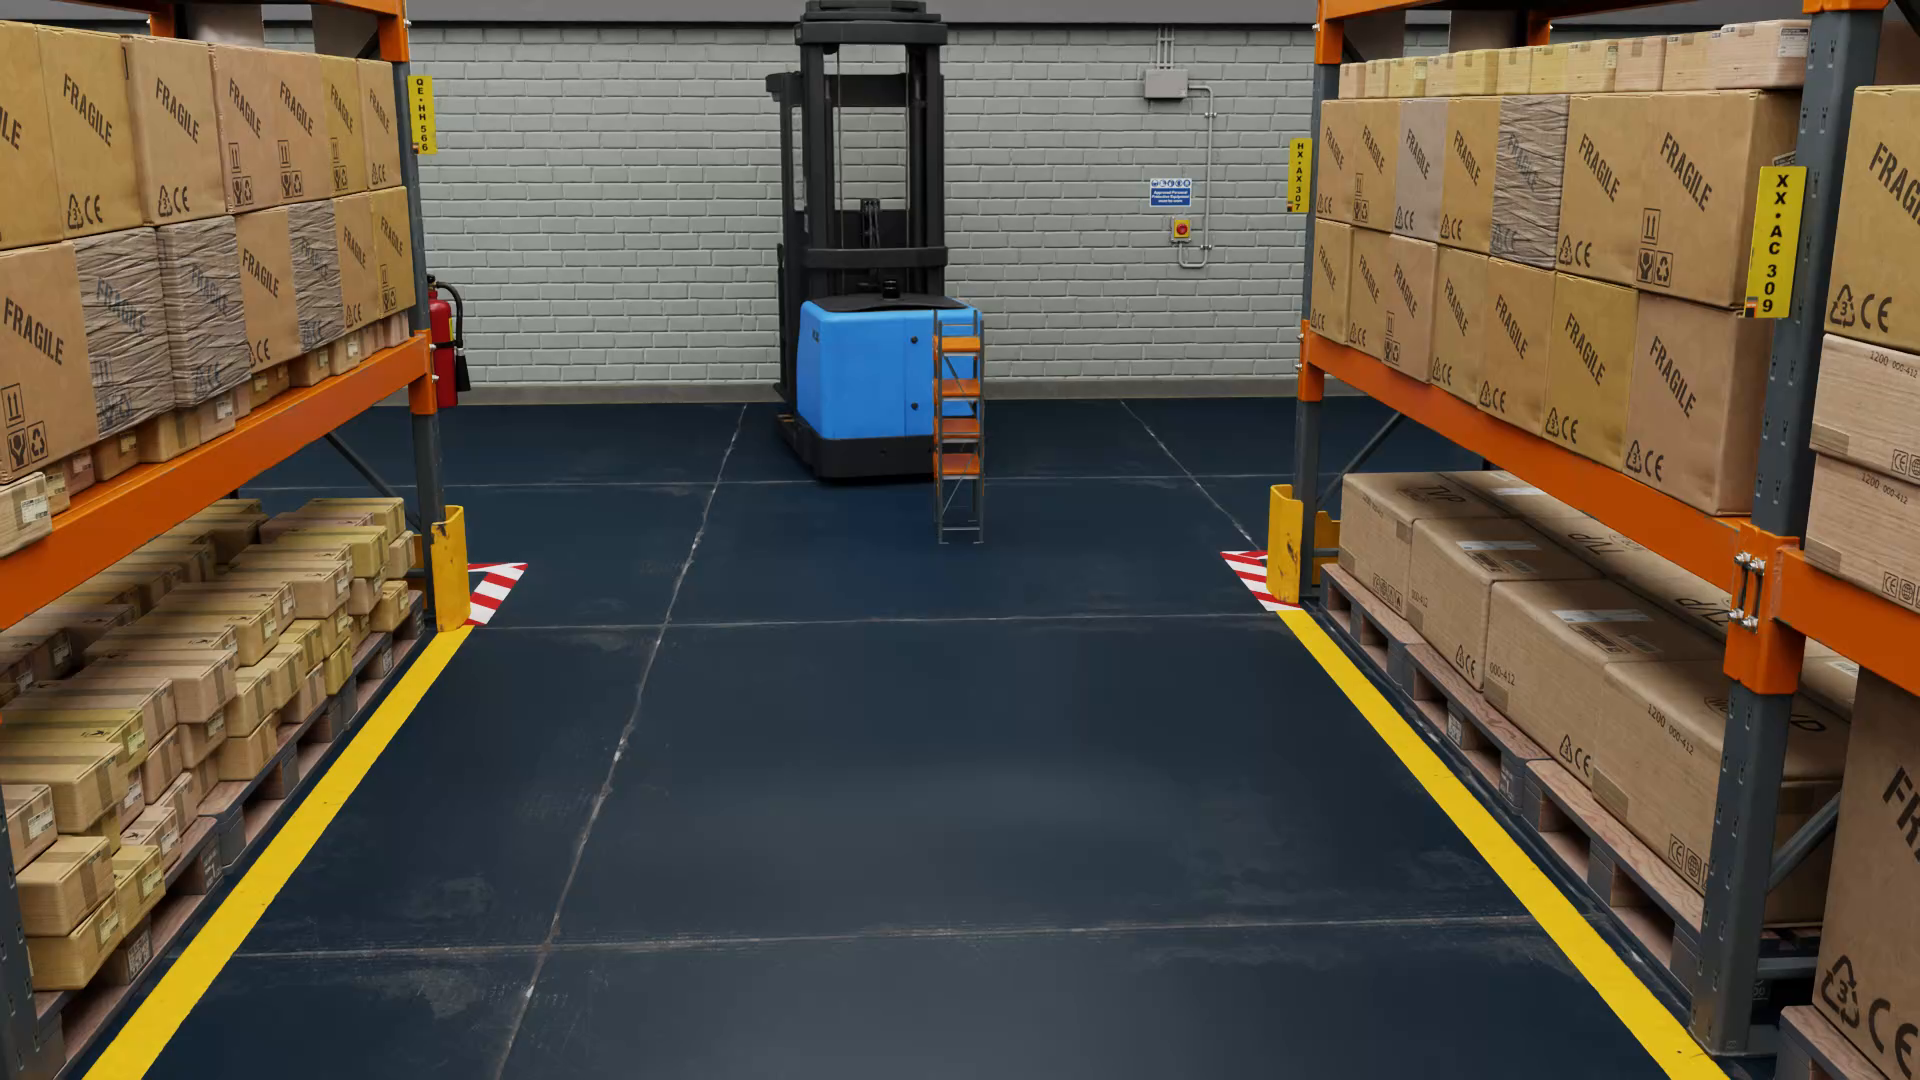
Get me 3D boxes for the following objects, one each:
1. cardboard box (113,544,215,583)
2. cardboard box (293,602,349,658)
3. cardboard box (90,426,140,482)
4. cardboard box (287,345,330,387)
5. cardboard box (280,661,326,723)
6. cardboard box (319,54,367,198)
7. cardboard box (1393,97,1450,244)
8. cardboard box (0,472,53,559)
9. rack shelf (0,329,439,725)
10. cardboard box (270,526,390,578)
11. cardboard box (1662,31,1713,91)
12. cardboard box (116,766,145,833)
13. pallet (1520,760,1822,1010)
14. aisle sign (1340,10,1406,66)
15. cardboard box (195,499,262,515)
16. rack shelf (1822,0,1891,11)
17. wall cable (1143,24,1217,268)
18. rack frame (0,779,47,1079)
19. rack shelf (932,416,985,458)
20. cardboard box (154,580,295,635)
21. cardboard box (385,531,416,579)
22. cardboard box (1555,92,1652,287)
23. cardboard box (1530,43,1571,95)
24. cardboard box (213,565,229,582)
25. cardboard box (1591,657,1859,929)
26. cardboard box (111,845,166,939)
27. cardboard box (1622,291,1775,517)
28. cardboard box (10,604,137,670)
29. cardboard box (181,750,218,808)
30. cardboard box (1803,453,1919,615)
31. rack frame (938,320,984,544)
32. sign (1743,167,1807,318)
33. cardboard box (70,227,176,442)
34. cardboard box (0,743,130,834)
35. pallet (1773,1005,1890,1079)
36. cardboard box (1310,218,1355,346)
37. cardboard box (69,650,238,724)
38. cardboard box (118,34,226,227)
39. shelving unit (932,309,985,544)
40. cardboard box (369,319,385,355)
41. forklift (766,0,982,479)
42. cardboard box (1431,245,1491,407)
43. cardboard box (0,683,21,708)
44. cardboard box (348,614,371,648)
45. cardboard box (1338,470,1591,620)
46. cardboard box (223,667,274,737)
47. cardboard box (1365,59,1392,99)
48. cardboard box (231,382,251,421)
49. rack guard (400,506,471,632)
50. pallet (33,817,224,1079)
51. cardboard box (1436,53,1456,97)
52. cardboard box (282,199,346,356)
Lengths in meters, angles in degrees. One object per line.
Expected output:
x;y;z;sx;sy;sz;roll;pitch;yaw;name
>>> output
-3.030;0.122;6.217;0.380;0.149;0.250;-2;15;-6;cardboard box
-2.450;0.323;6.031;0.380;0.149;0.250;-1;14;-3;cardboard box
-2.460;-0.250;4.482;0.380;0.149;0.250;-2;15;-6;cardboard box
-2.510;-0.642;6.008;0.380;0.149;0.250;-2;15;-6;cardboard box
-2.455;0.532;5.818;0.380;0.149;0.250;-1;14;-2;cardboard box
-2.539;-1.535;6.169;0.500;0.500;0.500;-1;14;-5;cardboard box
1.912;-1.349;6.041;0.500;0.500;0.500;-1;14;-4;cardboard box
-2.290;-0.054;3.719;0.380;0.149;0.250;0;14;-1;cardboard box
-2.723;-0.249;5.417;1.077;0.370;4.000;-1;14;-3;rack shelf
-2.460;0.048;6.504;0.380;0.149;0.250;-1;14;-5;cardboard box
2.085;-1.249;4.353;0.380;0.149;0.250;-1;14;-3;cardboard box
-2.458;0.717;4.502;0.380;0.149;0.250;-1;14;-4;cardboard box
2.366;0.959;4.876;1.003;0.211;1.213;-1;14;-3;pallet
1.794;-2.468;7.384;0.394;0.787;0.004;-1;14;-3;aisle sign
-3.153;-0.070;6.963;0.380;0.149;0.250;-2;15;-6;cardboard box
2.459;-0.808;1.572;1.077;0.370;4.000;-1;14;-3;rack shelf
1.715;-3.105;12.974;0.585;1.953;0.123;-1;14;-3;wall cable
-2.602;-0.100;3.394;0.949;2.616;0.053;-1;14;-3;rack frame
-0.010;-0.557;9.054;0.258;0.148;0.480;-1;14;-3;rack shelf
-2.529;0.247;5.732;0.380;0.149;0.250;-1;14;-5;cardboard box
-2.529;0.066;7.033;0.380;0.149;0.250;-1;14;-5;cardboard box
2.007;-0.973;4.582;0.500;0.500;0.500;-1;14;-4;cardboard box
1.983;-1.439;5.089;0.380;0.149;0.250;-1;14;-5;cardboard box
-3.006;0.201;6.505;0.380;0.149;0.250;-1;14;-3;cardboard box
2.404;0.678;4.669;0.875;0.438;0.875;-1;14;-4;cardboard box
-2.317;0.916;4.326;0.380;0.149;0.250;0;14;-2;cardboard box
2.052;-0.361;4.209;0.500;0.500;0.500;-1;14;-3;cardboard box
-2.941;0.318;5.454;0.380;0.149;0.250;-1;14;-3;cardboard box
-2.502;0.726;5.063;0.380;0.149;0.250;-2;15;-6;cardboard box
2.099;-0.015;3.366;0.500;0.250;0.500;-1;14;-5;cardboard box
0.005;-0.562;8.801;0.240;1.200;0.015;-1;14;-3;rack frame
1.782;-0.650;3.636;0.100;0.325;0.005;-1;14;-3;sign
-2.416;-0.542;4.316;0.500;0.500;0.500;-1;14;-3;cardboard box
-2.371;0.631;4.238;0.380;0.149;0.250;0;14;-1;cardboard box
2.458;1.340;3.395;1.003;0.211;1.213;-1;14;-3;pallet
1.831;-1.121;7.162;0.500;0.500;0.500;-1;14;-4;cardboard box
-2.409;0.440;4.981;0.380;0.149;0.250;-1;14;-2;cardboard box
-2.431;-1.147;4.660;0.500;0.500;0.500;-1;14;-3;cardboard box
-0.010;-0.622;9.037;0.258;1.200;0.503;-1;14;-3;shelving unit
-2.566;-0.834;6.751;0.380;0.149;0.250;-1;14;-4;cardboard box
-0.705;-2.124;11.398;1.130;2.935;3.031;-4;15;-14;forklift
1.951;-0.744;5.698;0.500;0.500;0.500;0;14;-2;cardboard box
-2.897;0.514;4.692;0.380;0.149;0.250;0;14;-2;cardboard box
-2.558;0.340;6.564;0.380;0.149;0.250;-1;14;-4;cardboard box
2.228;0.004;7.290;0.875;0.438;0.875;-1;14;-5;cardboard box
-2.418;0.517;5.278;0.380;0.149;0.250;-1;14;-4;cardboard box
1.822;-1.820;6.570;0.380;0.149;0.250;0;14;-2;cardboard box
-2.483;-0.446;5.245;0.380;0.149;0.250;0;14;-1;cardboard box
-2.842;0.135;7.499;1.175;0.500;0.348;-1;14;-3;rack guard
-2.676;1.084;4.389;1.003;0.211;1.213;-1;14;-3;pallet
1.899;-1.627;5.823;0.380;0.149;0.250;-1;14;-3;cardboard box
-2.494;-0.925;5.805;0.500;0.500;0.500;-1;14;-3;cardboard box
